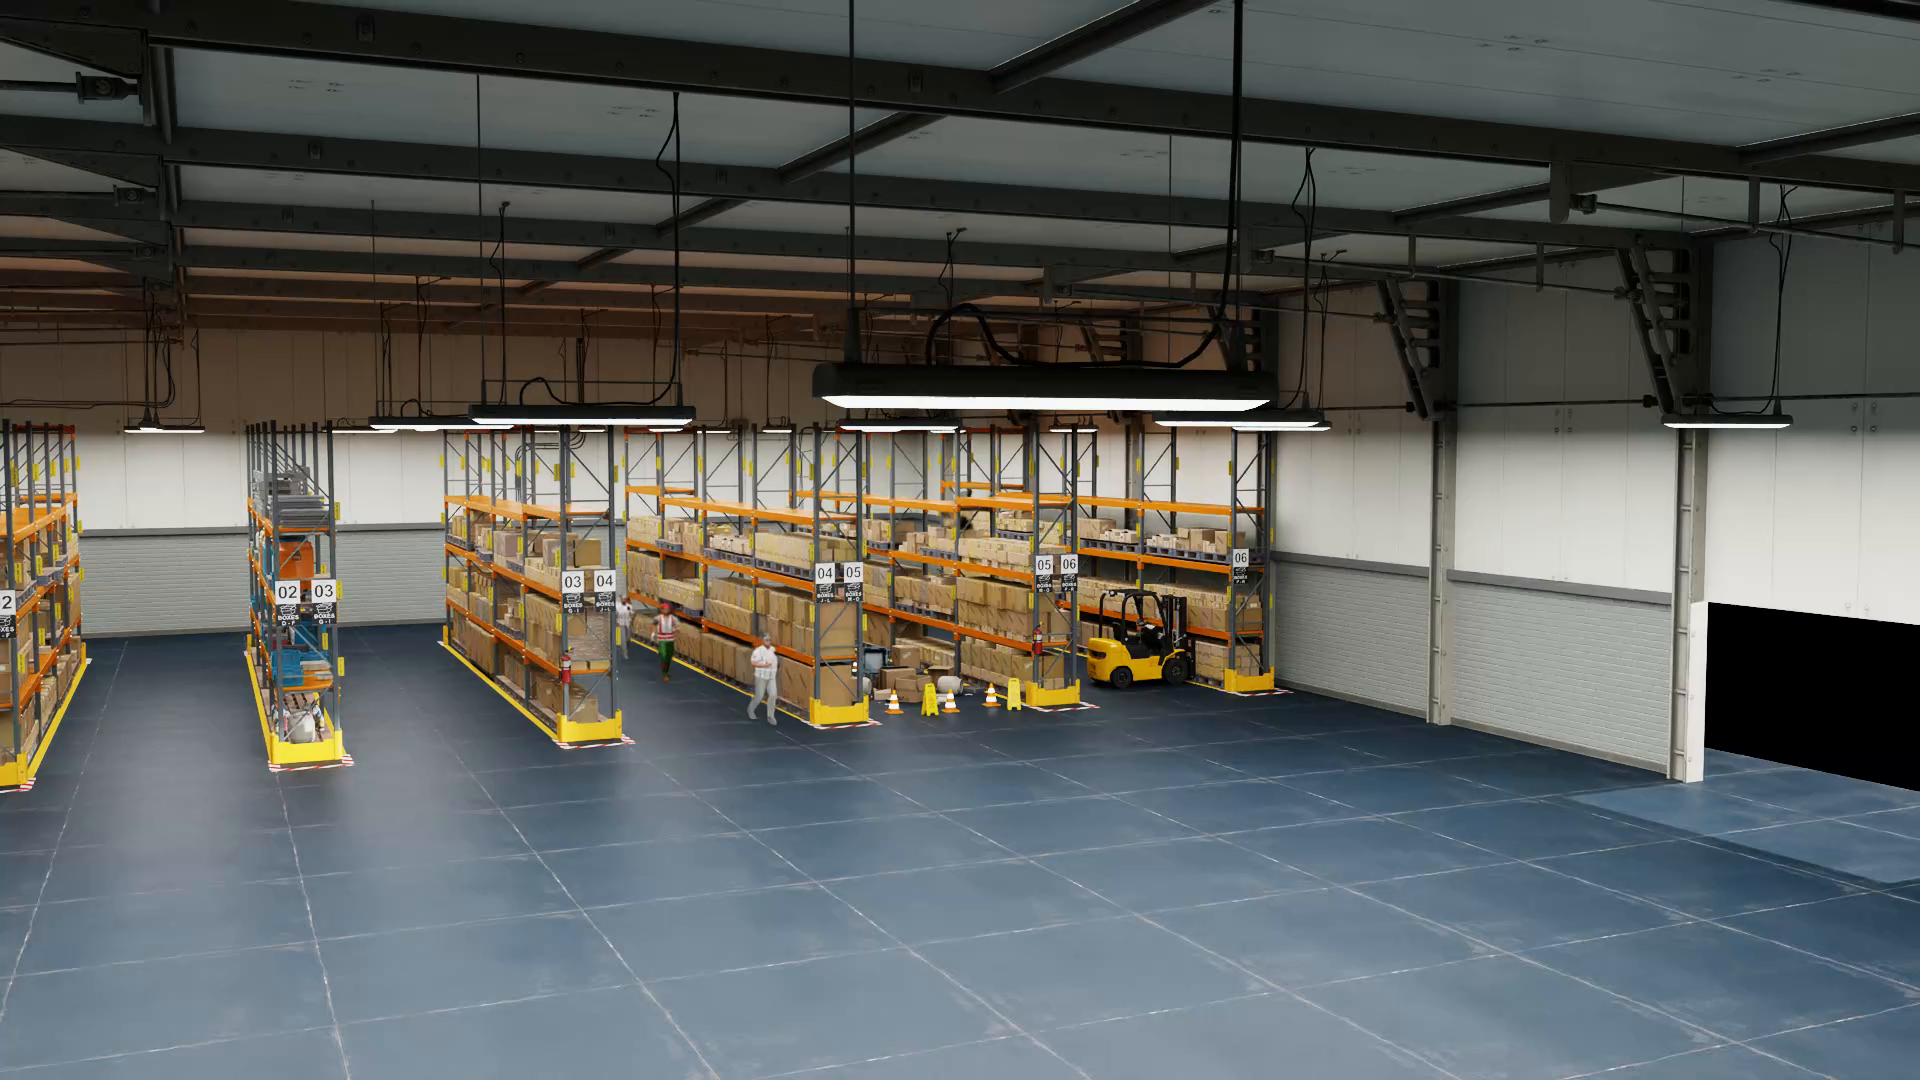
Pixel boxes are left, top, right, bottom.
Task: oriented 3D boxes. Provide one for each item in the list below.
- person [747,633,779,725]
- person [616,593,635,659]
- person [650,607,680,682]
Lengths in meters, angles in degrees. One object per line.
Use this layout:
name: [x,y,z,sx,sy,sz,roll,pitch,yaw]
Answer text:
person: [-3.907,2.756,33.280,0.658,1.814,0.873,-3,5,-38]
person: [-8.683,2.208,42.977,0.590,1.679,0.754,-1,4,-20]
person: [-6.867,2.390,38.845,0.663,1.743,0.933,-1,4,-22]
